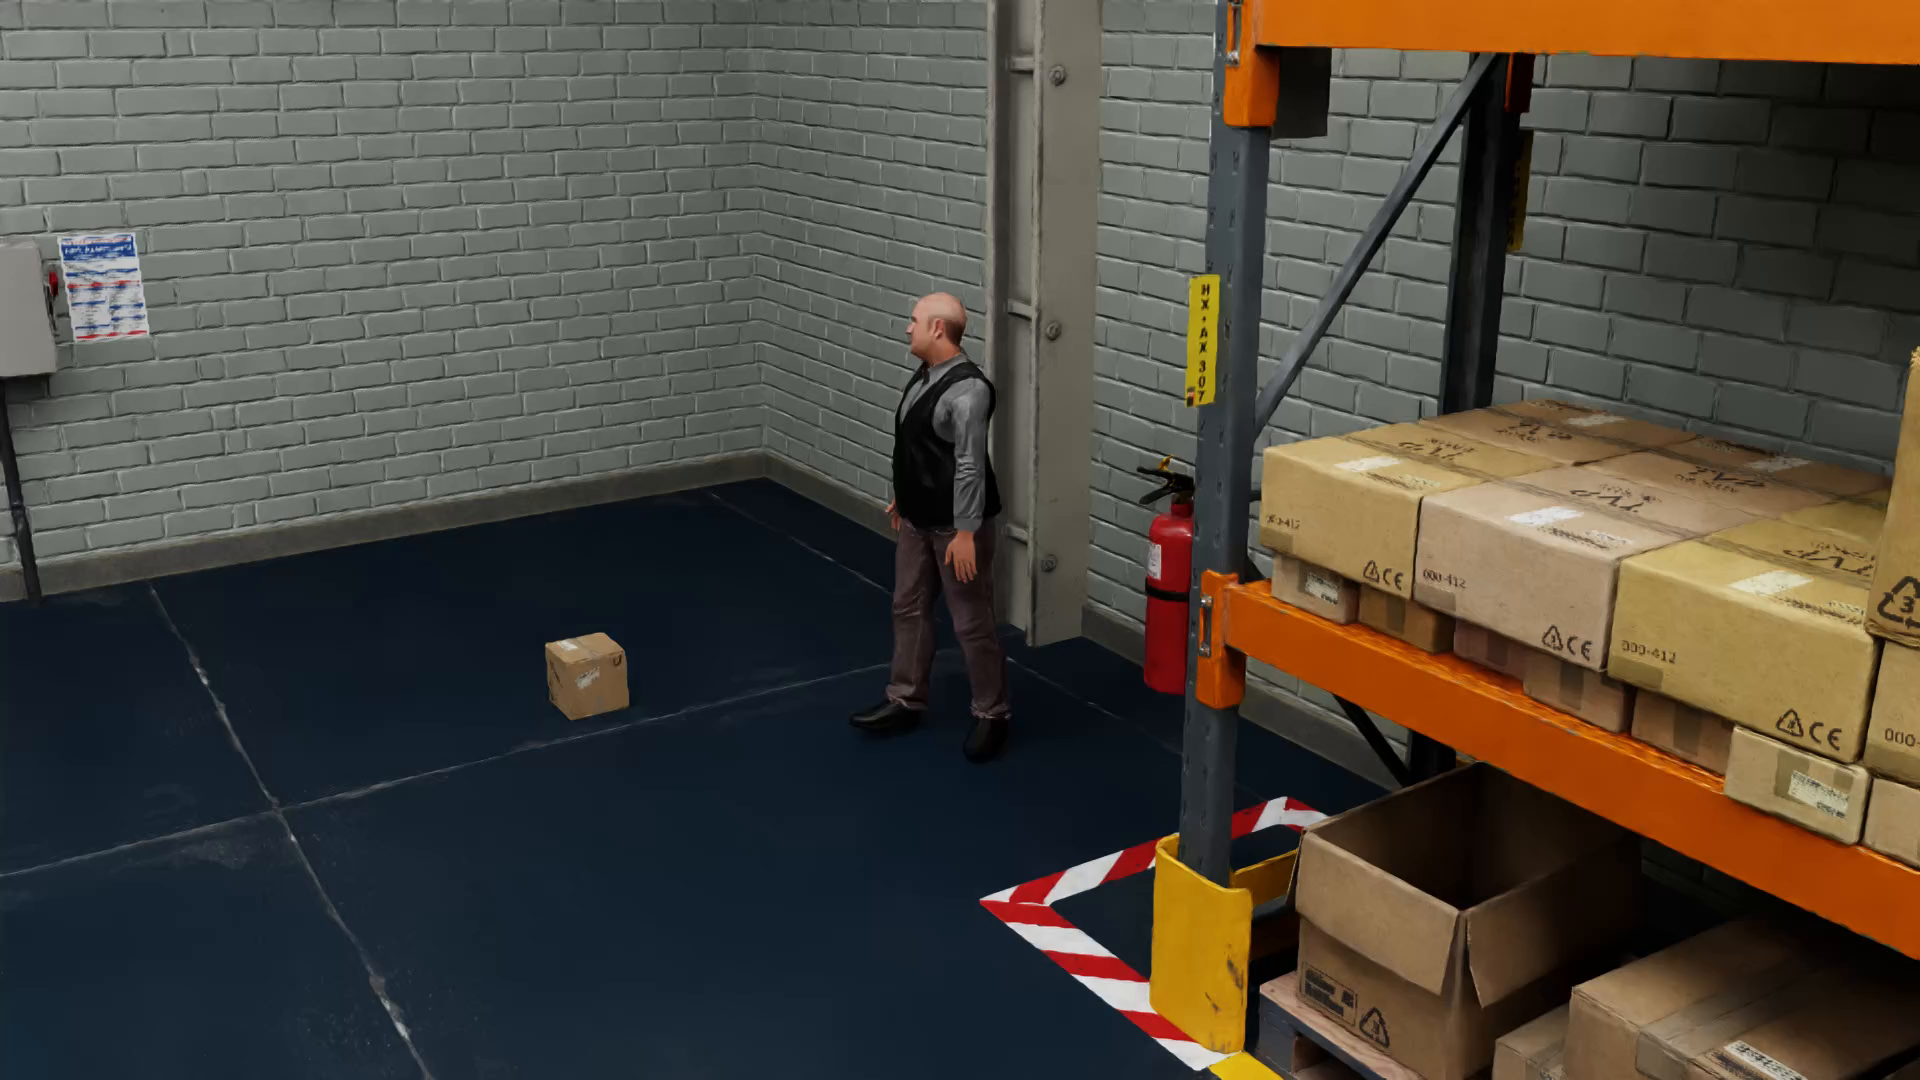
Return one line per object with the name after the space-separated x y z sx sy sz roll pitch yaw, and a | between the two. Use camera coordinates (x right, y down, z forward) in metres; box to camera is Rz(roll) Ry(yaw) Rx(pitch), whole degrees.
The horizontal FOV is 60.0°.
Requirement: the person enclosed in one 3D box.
-0.120 -0.025 6.236 0.577 1.633 0.650 -9 20 -25 | person
